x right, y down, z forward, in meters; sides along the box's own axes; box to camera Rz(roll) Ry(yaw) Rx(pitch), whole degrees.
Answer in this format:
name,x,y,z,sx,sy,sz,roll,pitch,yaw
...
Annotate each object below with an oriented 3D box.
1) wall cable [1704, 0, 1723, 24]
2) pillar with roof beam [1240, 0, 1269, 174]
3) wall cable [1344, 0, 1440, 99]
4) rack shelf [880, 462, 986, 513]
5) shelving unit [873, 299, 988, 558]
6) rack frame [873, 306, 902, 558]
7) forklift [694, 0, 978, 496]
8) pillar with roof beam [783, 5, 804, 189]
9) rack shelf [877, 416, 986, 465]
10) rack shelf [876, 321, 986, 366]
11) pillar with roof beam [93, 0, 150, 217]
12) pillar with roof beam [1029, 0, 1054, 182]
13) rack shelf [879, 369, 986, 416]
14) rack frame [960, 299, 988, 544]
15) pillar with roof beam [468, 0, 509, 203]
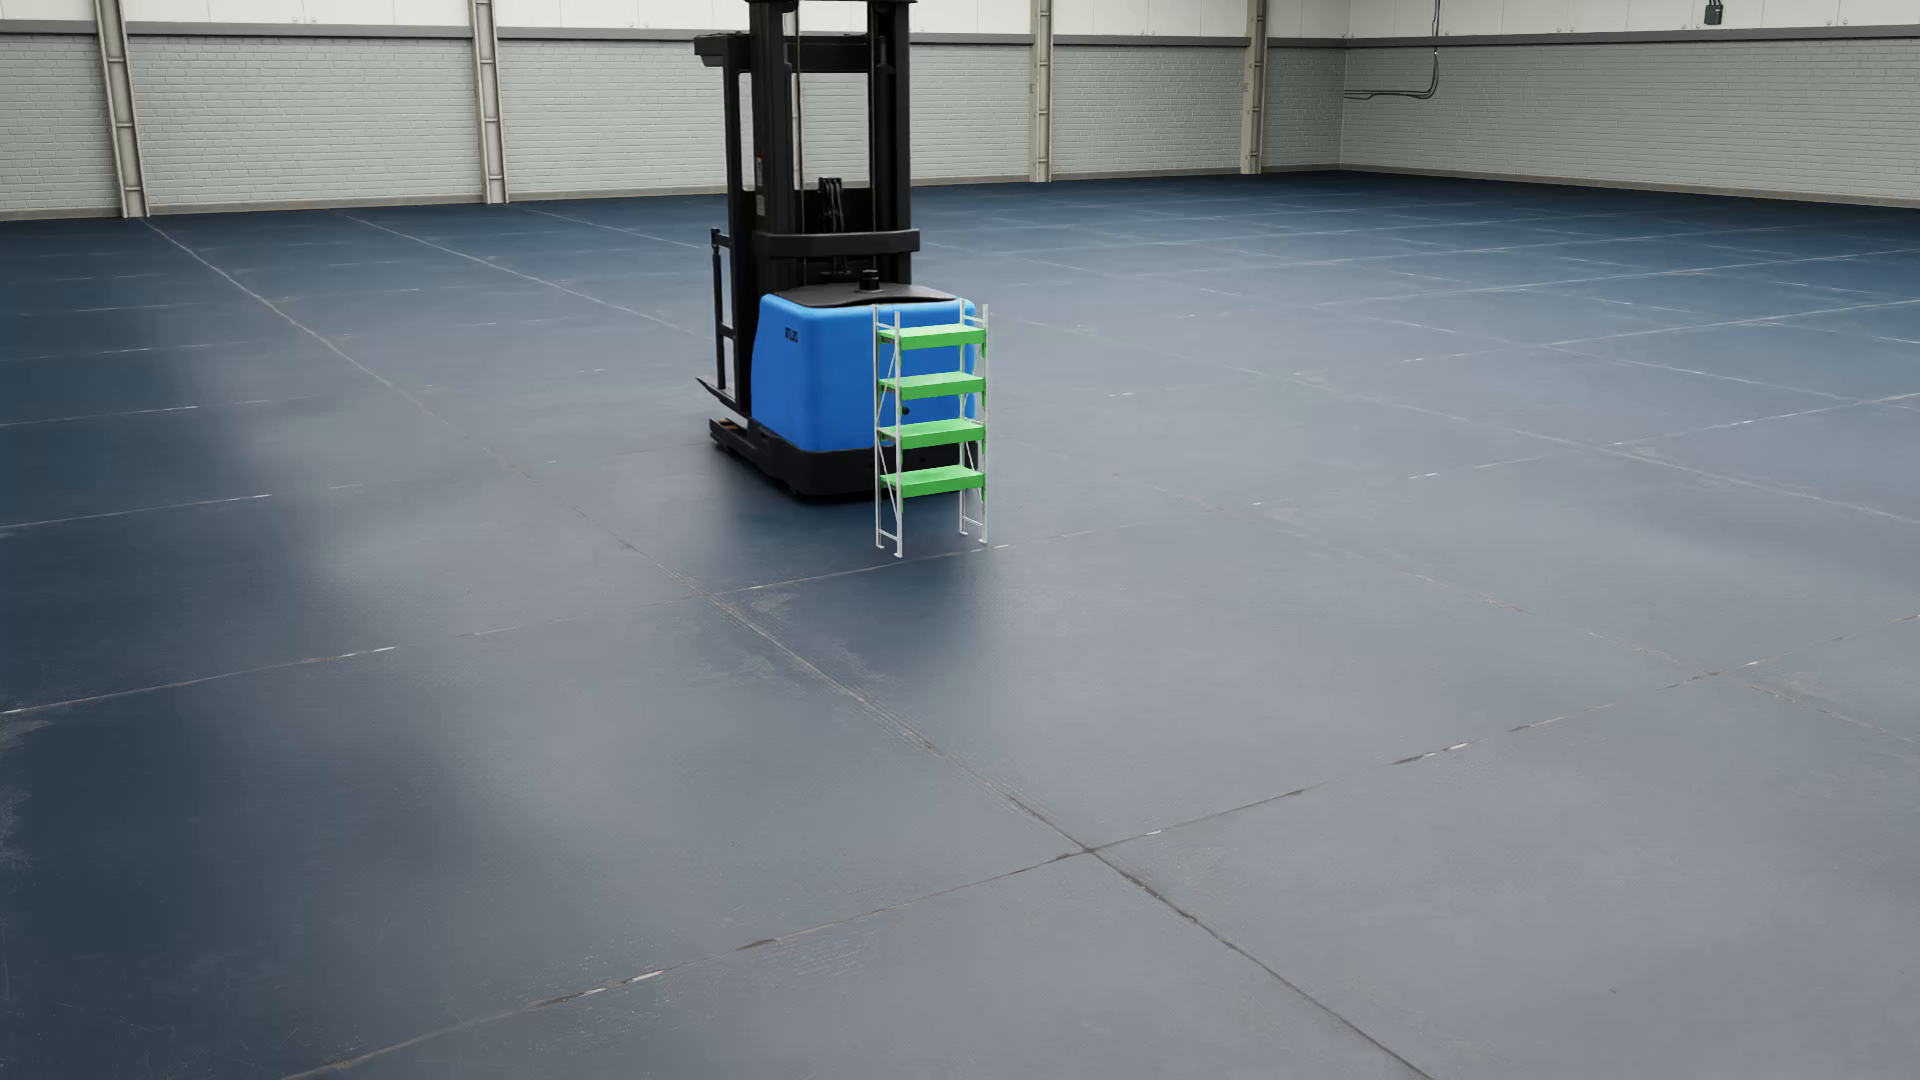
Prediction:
name,x,y,z,sx,sy,sz,roll,pitch,yaw
wall cable,14.978,-12.585,30.354,0.169,6.003,2.305,-9,18,-30
pillar with roof beam,9.113,-12.047,34.734,0.400,9.000,9.100,-9,18,-30
wall cable,10.103,-11.651,39.076,0.112,2.526,3.097,-9,18,-30
rack shelf,-0.142,-0.262,8.269,0.480,0.148,0.258,-9,18,-30
shelving unit,-0.142,-0.555,8.187,0.503,1.200,0.258,-9,18,-30
rack frame,-0.351,-0.521,8.066,0.015,1.200,0.240,-9,18,-30
forklift,-0.945,-2.006,10.157,1.130,2.935,3.031,-7,17,-22
pillar with roof beam,-1.173,-10.379,28.783,0.400,9.000,9.100,-9,18,-30
rack shelf,-0.142,-0.493,8.204,0.480,0.148,0.258,-9,18,-30
rack shelf,-0.142,-0.955,8.075,0.480,0.148,0.258,-9,18,-30
pillar with roof beam,-11.459,-8.710,22.833,0.400,9.000,9.100,-9,18,-30
pillar with roof beam,3.970,-11.213,31.759,0.400,9.000,9.100,-9,18,-30
rack shelf,-0.142,-0.724,8.139,0.480,0.148,0.258,-9,18,-30
rack frame,0.067,-0.589,8.308,0.015,1.200,0.240,-9,18,-30
pillar with roof beam,-6.316,-9.545,25.808,0.400,9.000,9.100,-9,18,-30
